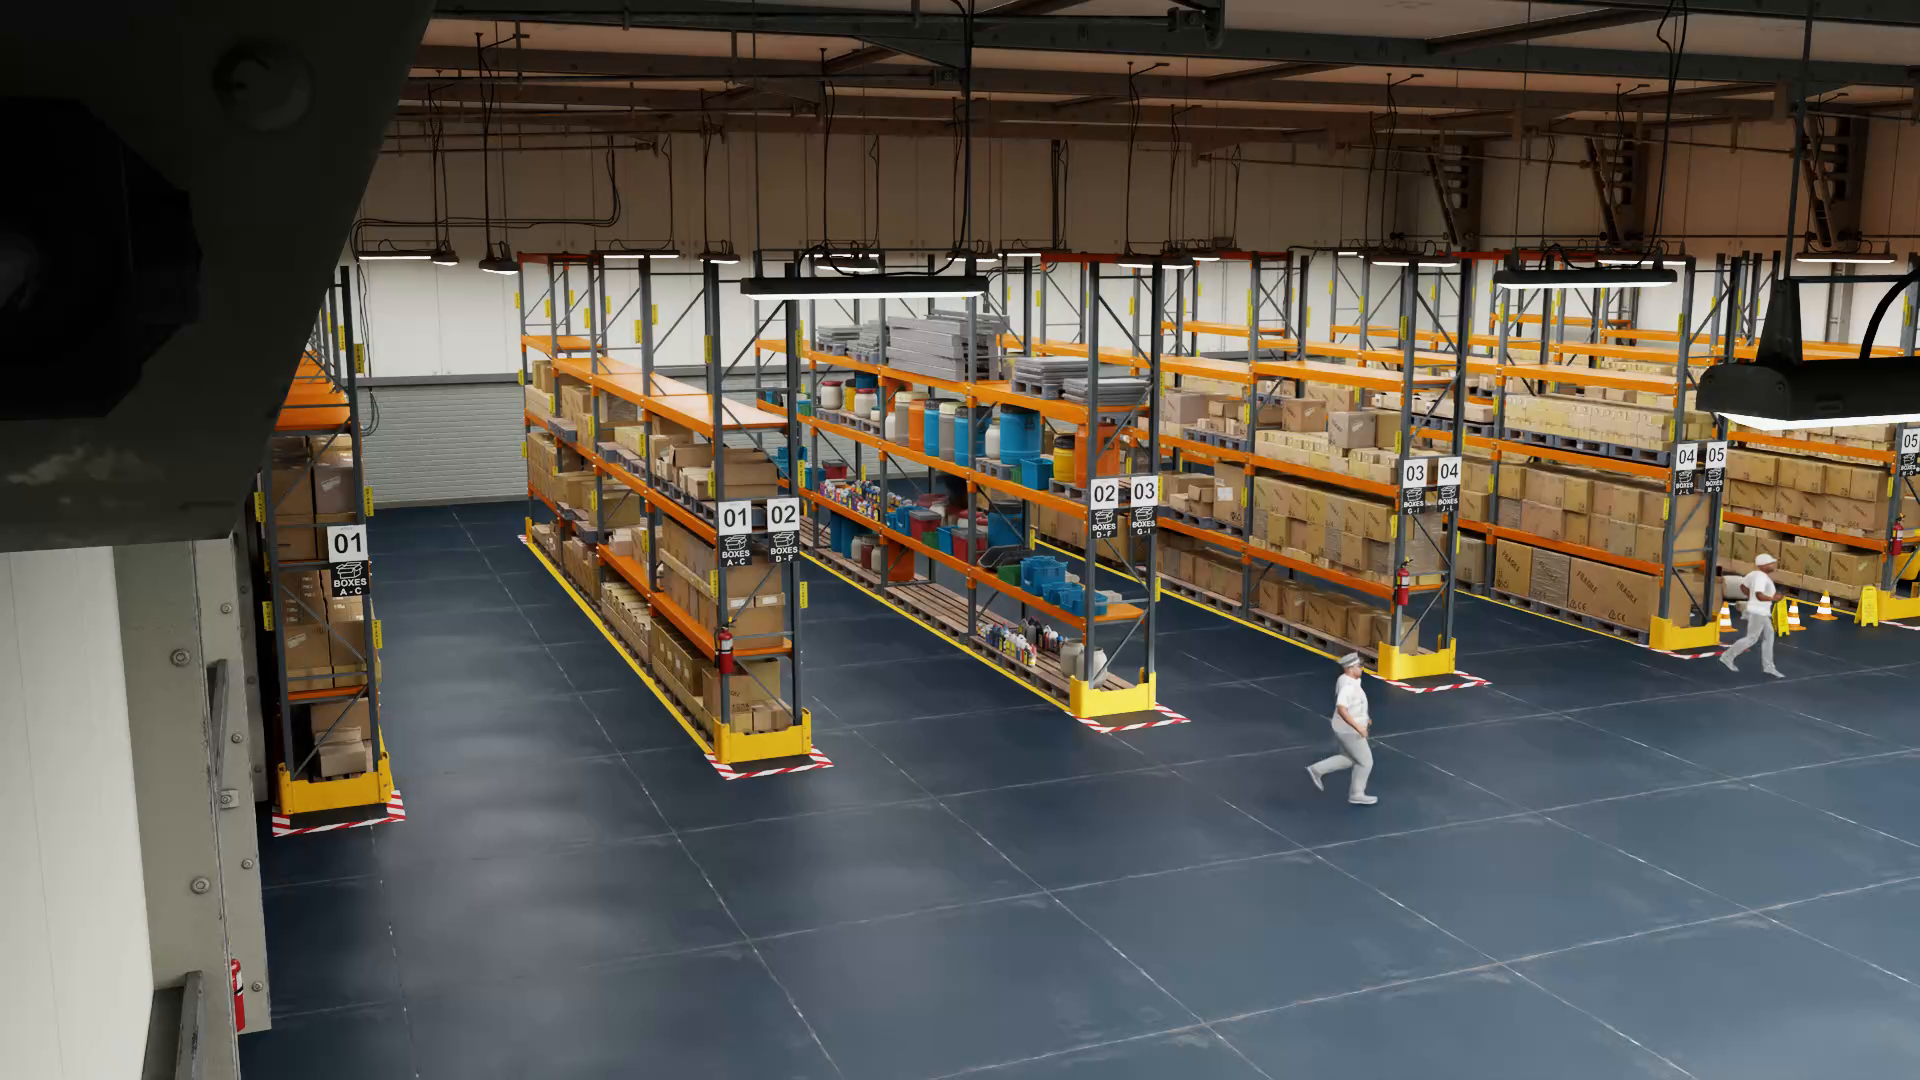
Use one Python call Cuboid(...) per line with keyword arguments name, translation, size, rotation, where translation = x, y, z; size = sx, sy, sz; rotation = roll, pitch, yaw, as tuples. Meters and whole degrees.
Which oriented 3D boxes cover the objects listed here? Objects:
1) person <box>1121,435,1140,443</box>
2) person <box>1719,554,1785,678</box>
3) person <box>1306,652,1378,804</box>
Cuboid(name="person", translation=(4.113, -1.965, 40.925), size=(0.684, 1.782, 0.653), rotation=(6, 12, 29))
Cuboid(name="person", translation=(11.588, 1.084, 24.199), size=(0.891, 1.789, 0.705), rotation=(4, 11, 23))
Cuboid(name="person", translation=(4.322, 2.102, 18.673), size=(0.793, 1.737, 0.699), rotation=(1, 10, 5))
